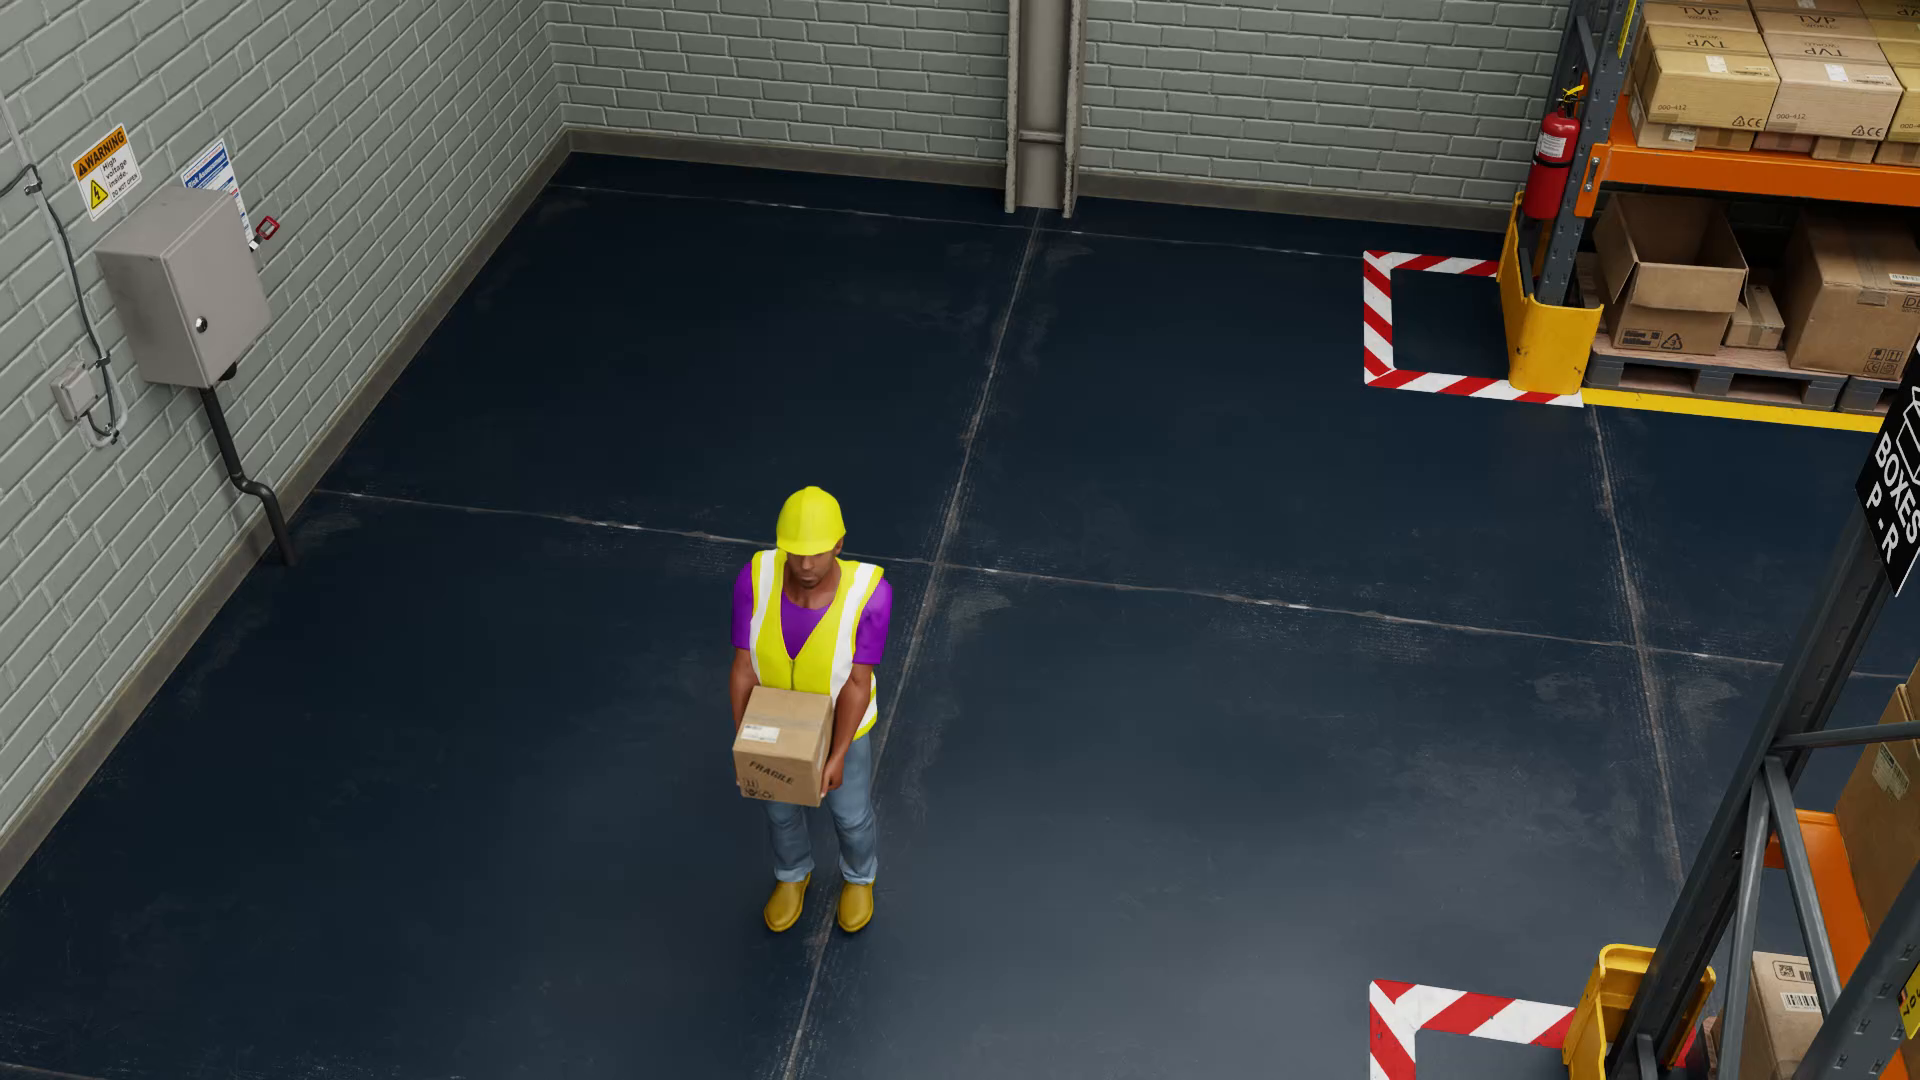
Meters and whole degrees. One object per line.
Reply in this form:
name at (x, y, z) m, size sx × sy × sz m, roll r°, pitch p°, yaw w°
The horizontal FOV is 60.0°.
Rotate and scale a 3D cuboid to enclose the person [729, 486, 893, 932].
person at (-0.488, 0.639, 5.389) m, size 0.503 × 1.760 × 0.577 m, roll 7°, pitch 41°, yaw 8°
